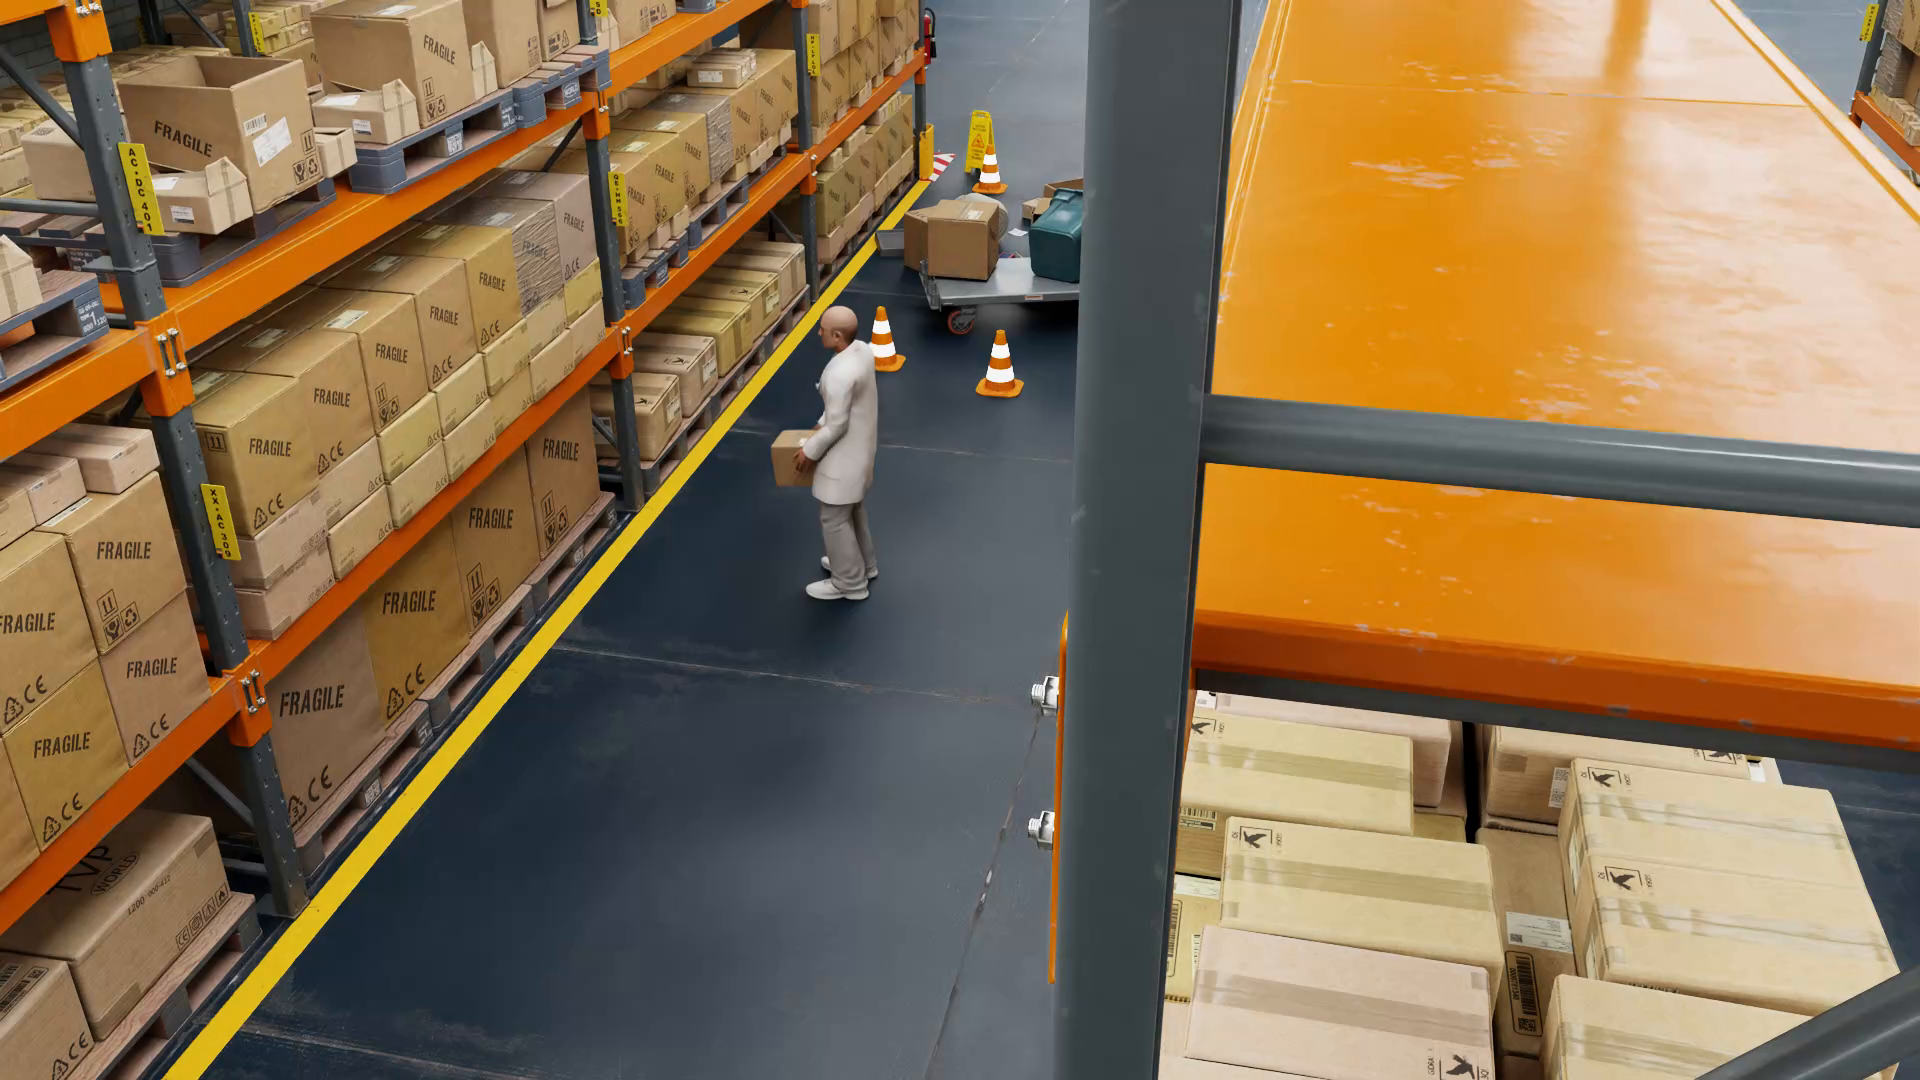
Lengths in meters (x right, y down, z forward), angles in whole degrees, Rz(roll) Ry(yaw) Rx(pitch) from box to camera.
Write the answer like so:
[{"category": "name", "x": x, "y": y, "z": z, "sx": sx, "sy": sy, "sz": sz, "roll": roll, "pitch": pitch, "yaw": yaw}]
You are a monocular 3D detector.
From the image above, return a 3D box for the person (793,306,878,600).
[{"category": "person", "x": -0.703, "y": -0.506, "z": 9.567, "sx": 0.455, "sy": 1.782, "sz": 0.577, "roll": 5, "pitch": 29, "yaw": 10}]
